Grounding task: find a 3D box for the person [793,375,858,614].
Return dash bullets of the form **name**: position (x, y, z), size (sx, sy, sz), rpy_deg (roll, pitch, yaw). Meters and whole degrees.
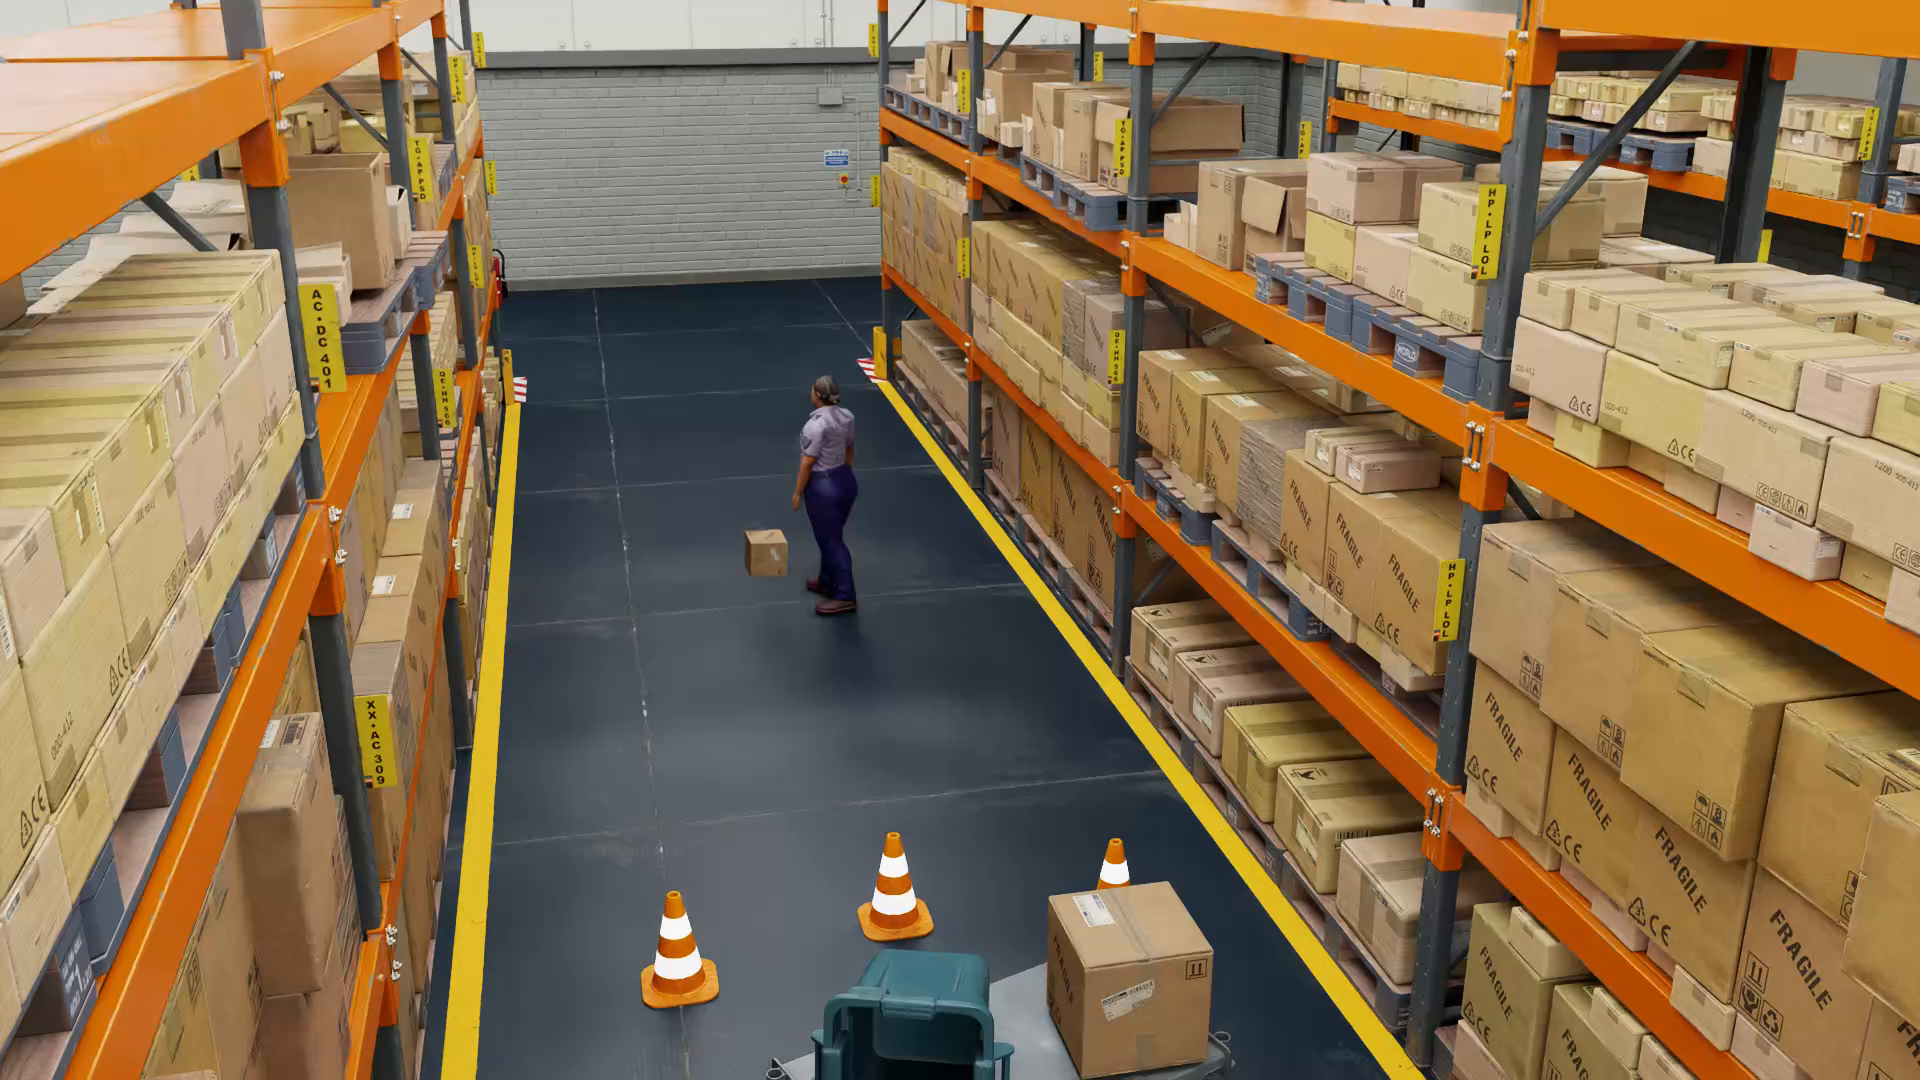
- **person**: position (-0.929, -0.353, 11.557), size (0.609, 1.641, 0.593), rpy_deg (11, 23, 29)
